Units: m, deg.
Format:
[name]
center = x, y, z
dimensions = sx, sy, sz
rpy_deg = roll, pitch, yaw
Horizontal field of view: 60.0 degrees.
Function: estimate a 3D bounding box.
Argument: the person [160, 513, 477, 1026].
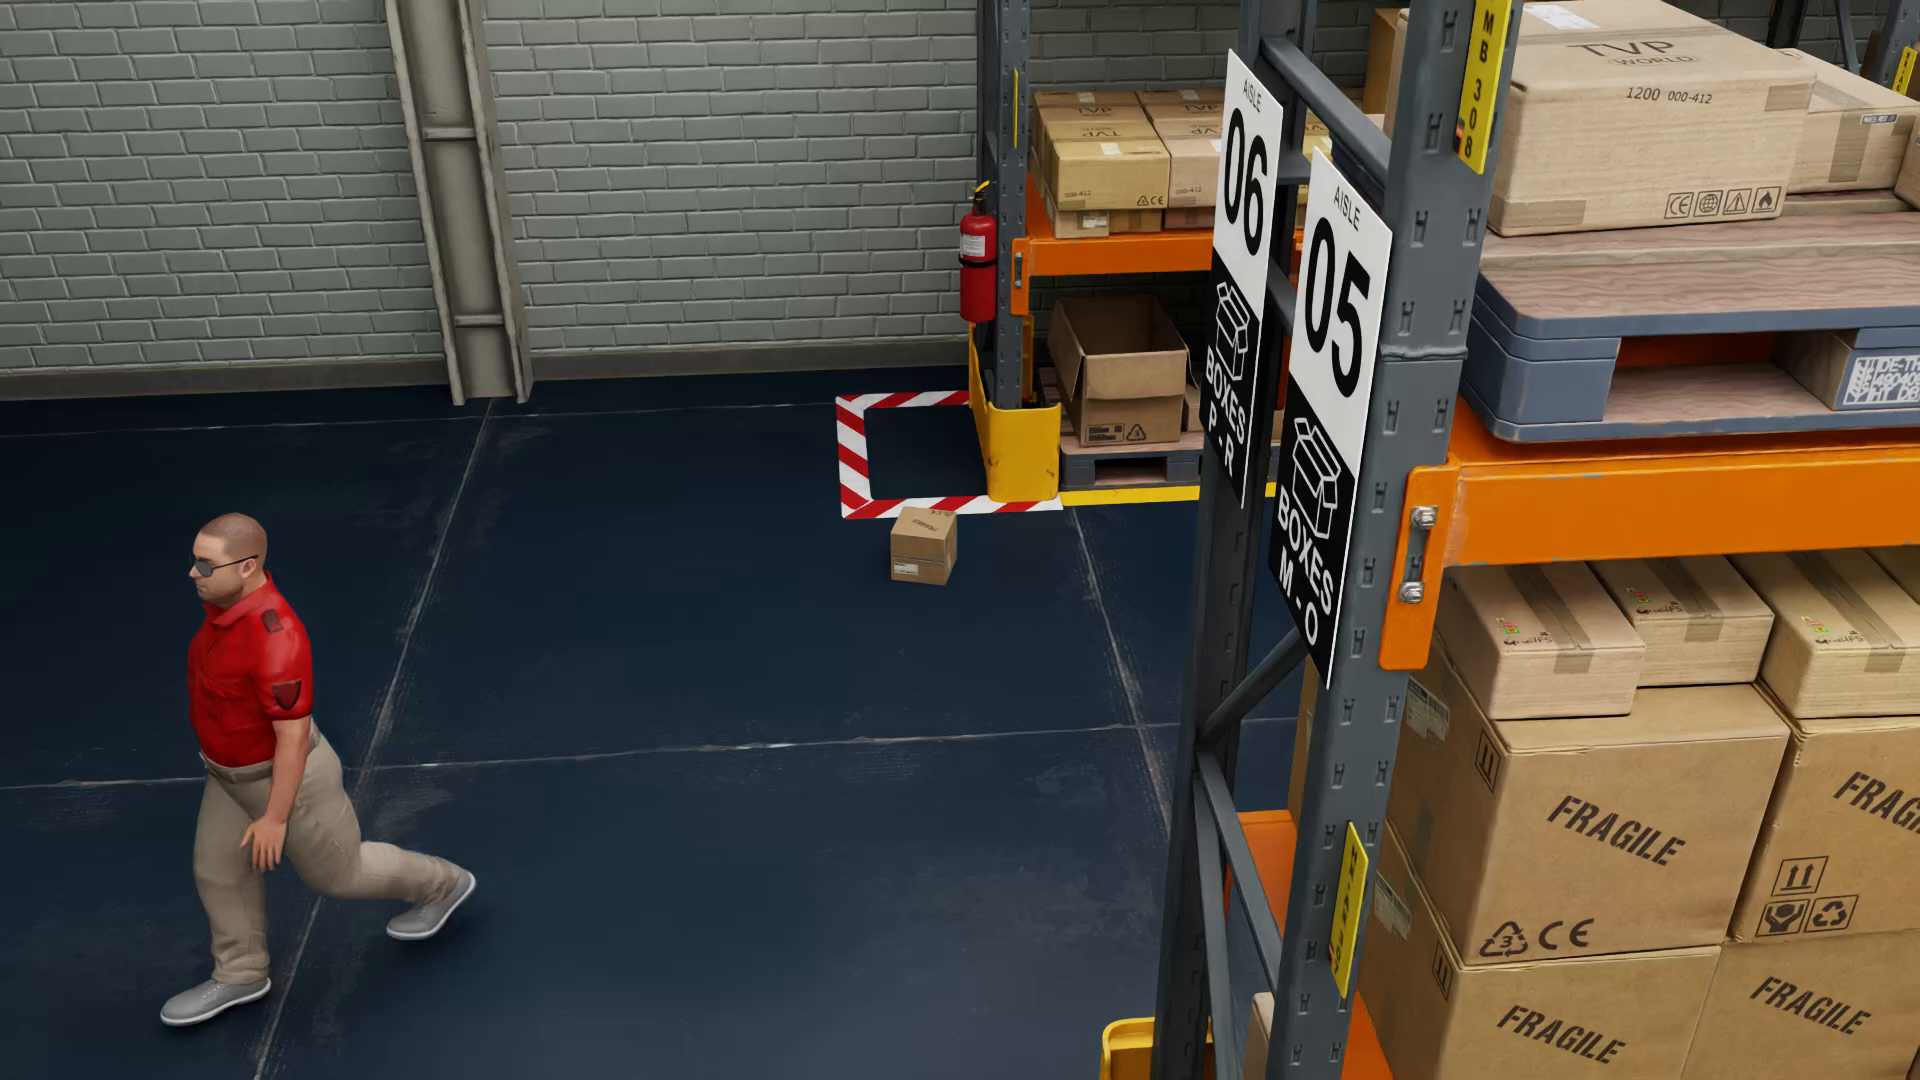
[person]
center = -2.056, 0.689, 4.991
dimensions = 0.978, 1.679, 0.553
rpy_deg = -24, 39, -35
